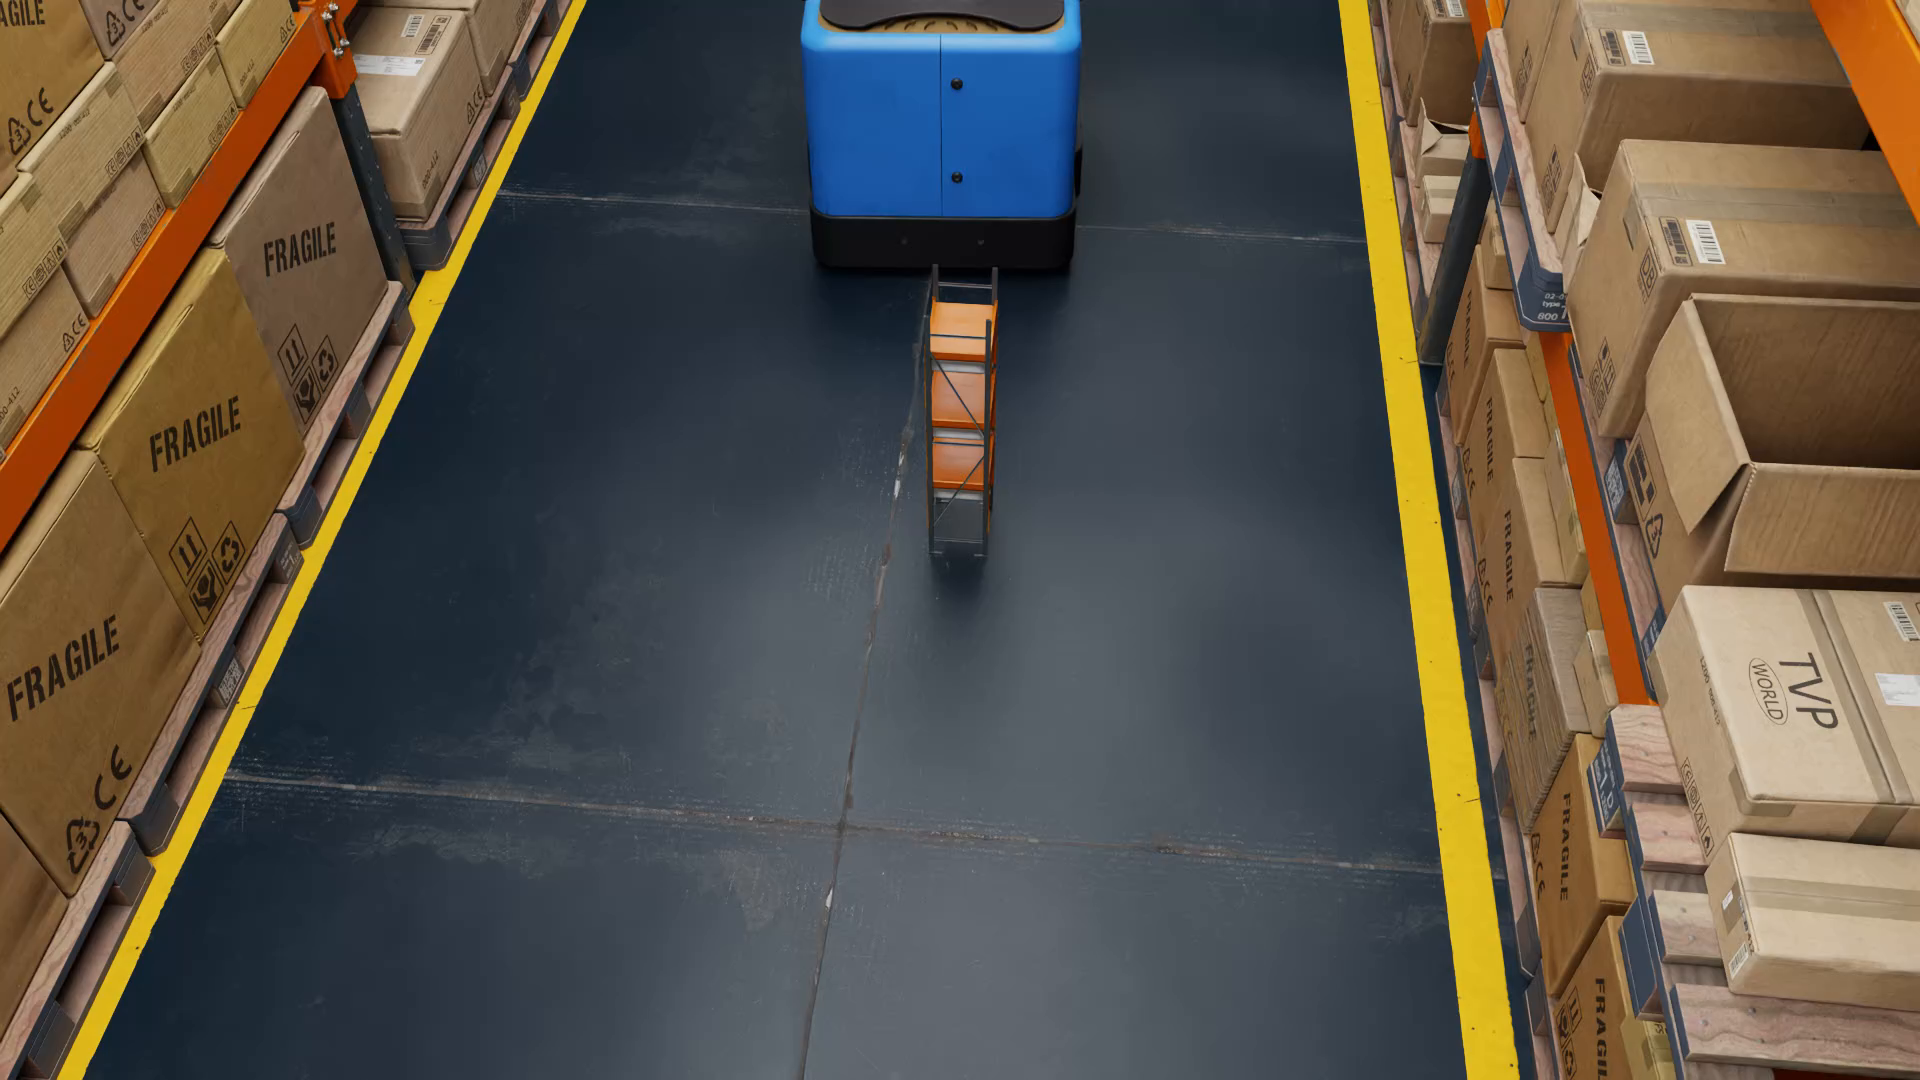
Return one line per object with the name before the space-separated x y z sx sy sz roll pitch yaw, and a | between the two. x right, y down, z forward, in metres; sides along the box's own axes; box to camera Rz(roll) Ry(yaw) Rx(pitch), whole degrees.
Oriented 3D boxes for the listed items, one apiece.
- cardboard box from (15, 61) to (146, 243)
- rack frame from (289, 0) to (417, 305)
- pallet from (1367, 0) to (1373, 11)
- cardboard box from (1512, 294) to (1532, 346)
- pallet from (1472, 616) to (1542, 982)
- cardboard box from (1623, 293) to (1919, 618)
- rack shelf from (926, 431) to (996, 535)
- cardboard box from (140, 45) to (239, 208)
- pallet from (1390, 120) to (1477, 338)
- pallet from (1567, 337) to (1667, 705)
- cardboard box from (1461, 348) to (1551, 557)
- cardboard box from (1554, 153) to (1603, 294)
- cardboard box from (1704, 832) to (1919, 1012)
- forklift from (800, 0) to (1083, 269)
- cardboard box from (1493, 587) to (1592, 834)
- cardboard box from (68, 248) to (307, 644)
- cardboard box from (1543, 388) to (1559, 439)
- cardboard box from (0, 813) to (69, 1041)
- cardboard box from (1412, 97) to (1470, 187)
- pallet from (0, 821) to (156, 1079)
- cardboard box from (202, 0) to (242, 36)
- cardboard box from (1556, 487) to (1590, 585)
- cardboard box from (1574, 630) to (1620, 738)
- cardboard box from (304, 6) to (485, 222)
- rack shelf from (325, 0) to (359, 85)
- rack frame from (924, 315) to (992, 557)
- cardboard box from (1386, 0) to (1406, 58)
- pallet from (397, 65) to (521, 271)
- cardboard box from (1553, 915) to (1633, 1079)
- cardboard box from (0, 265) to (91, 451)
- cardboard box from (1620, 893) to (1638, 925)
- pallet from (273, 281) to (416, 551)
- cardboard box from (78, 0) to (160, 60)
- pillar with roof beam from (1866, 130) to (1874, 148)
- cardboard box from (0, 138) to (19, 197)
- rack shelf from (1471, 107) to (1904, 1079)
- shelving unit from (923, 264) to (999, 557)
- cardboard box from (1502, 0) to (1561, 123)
cardboard box | -2.562 -1.050 4.440 0.500 0.250 0.500 5 48 4
rack frame | -2.685 -2.021 5.566 1.000 3.000 0.127 4 48 4
pallet | 2.545 -3.046 8.393 1.003 0.211 1.213 4 48 4
cardboard box | 2.013 -0.753 5.375 0.380 0.149 0.250 3 48 2
pallet | 2.114 0.750 4.921 1.003 0.211 1.213 4 48 4
cardboard box | 1.859 -0.139 3.490 0.797 0.503 0.637 3 48 3
rack shelf | 0.005 -0.199 5.611 0.215 0.259 0.240 4 48 4
cardboard box | -2.522 -1.250 4.962 0.500 0.250 0.500 3 48 3
pallet | 2.322 -1.253 6.753 1.003 0.211 1.213 4 48 4
pallet | 2.067 -0.115 3.953 1.003 0.211 1.213 4 48 4
cardboard box | 1.952 -0.256 5.361 0.500 0.500 0.500 3 48 3
cardboard box | 1.750 -0.791 4.247 0.396 0.266 0.258 6 48 5
cardboard box | 1.572 0.684 2.977 0.380 0.149 0.250 5 48 4
forklift | -0.048 -3.145 6.640 1.130 2.935 3.031 1 48 1
cardboard box | 1.849 0.491 4.677 0.500 0.500 0.500 2 48 2
cardboard box | -2.736 -0.320 5.166 0.875 0.875 0.875 5 48 5
cardboard box | 1.989 -0.361 5.017 0.380 0.149 0.250 3 48 3
cardboard box | -2.903 0.992 3.966 0.875 0.875 0.875 3 48 3
cardboard box | 2.050 -1.600 6.749 0.396 0.266 0.258 5 48 5
pallet | -2.902 1.285 4.432 1.003 0.211 1.213 4 48 4
cardboard box | -2.483 -1.799 5.125 0.500 0.250 0.500 4 48 3
cardboard box | 1.905 0.002 4.685 0.380 0.149 0.250 5 48 5
cardboard box | 1.836 0.380 4.340 0.380 0.149 0.250 2 48 2
cardboard box | -2.521 -1.752 6.772 0.875 0.438 0.875 3 48 3
rack shelf | -2.502 -3.248 7.175 1.077 0.370 4.000 4 48 4
rack frame | -0.006 -0.304 5.317 0.200 1.050 0.008 4 48 4
cardboard box | 2.209 -2.477 7.392 0.500 0.500 0.500 5 48 4
pallet | -2.537 -1.633 7.101 1.003 0.211 1.213 4 48 4
cardboard box | 1.775 1.259 3.975 0.500 0.500 0.500 3 48 3
cardboard box | -2.630 -0.500 4.276 0.500 0.250 0.500 4 48 4
cardboard box | 1.749 0.959 3.810 0.380 0.149 0.250 2 48 2
pallet | -2.680 -0.508 6.071 1.003 0.211 1.213 4 48 4
cardboard box | -2.515 -1.666 4.496 0.500 0.500 0.500 5 48 4
pillar with roof beam | -1.067 -4.455 3.727 9.100 9.000 0.400 4 48 4
cardboard box | -2.613 -0.914 3.808 0.500 0.500 0.500 5 48 4
rack shelf | 2.076 0.022 4.184 1.077 0.370 4.000 4 48 4
shelving unit | 0.005 -0.394 5.399 0.215 1.050 0.252 4 48 4
cardboard box | 1.992 -1.525 4.760 0.700 0.500 0.500 5 48 5
